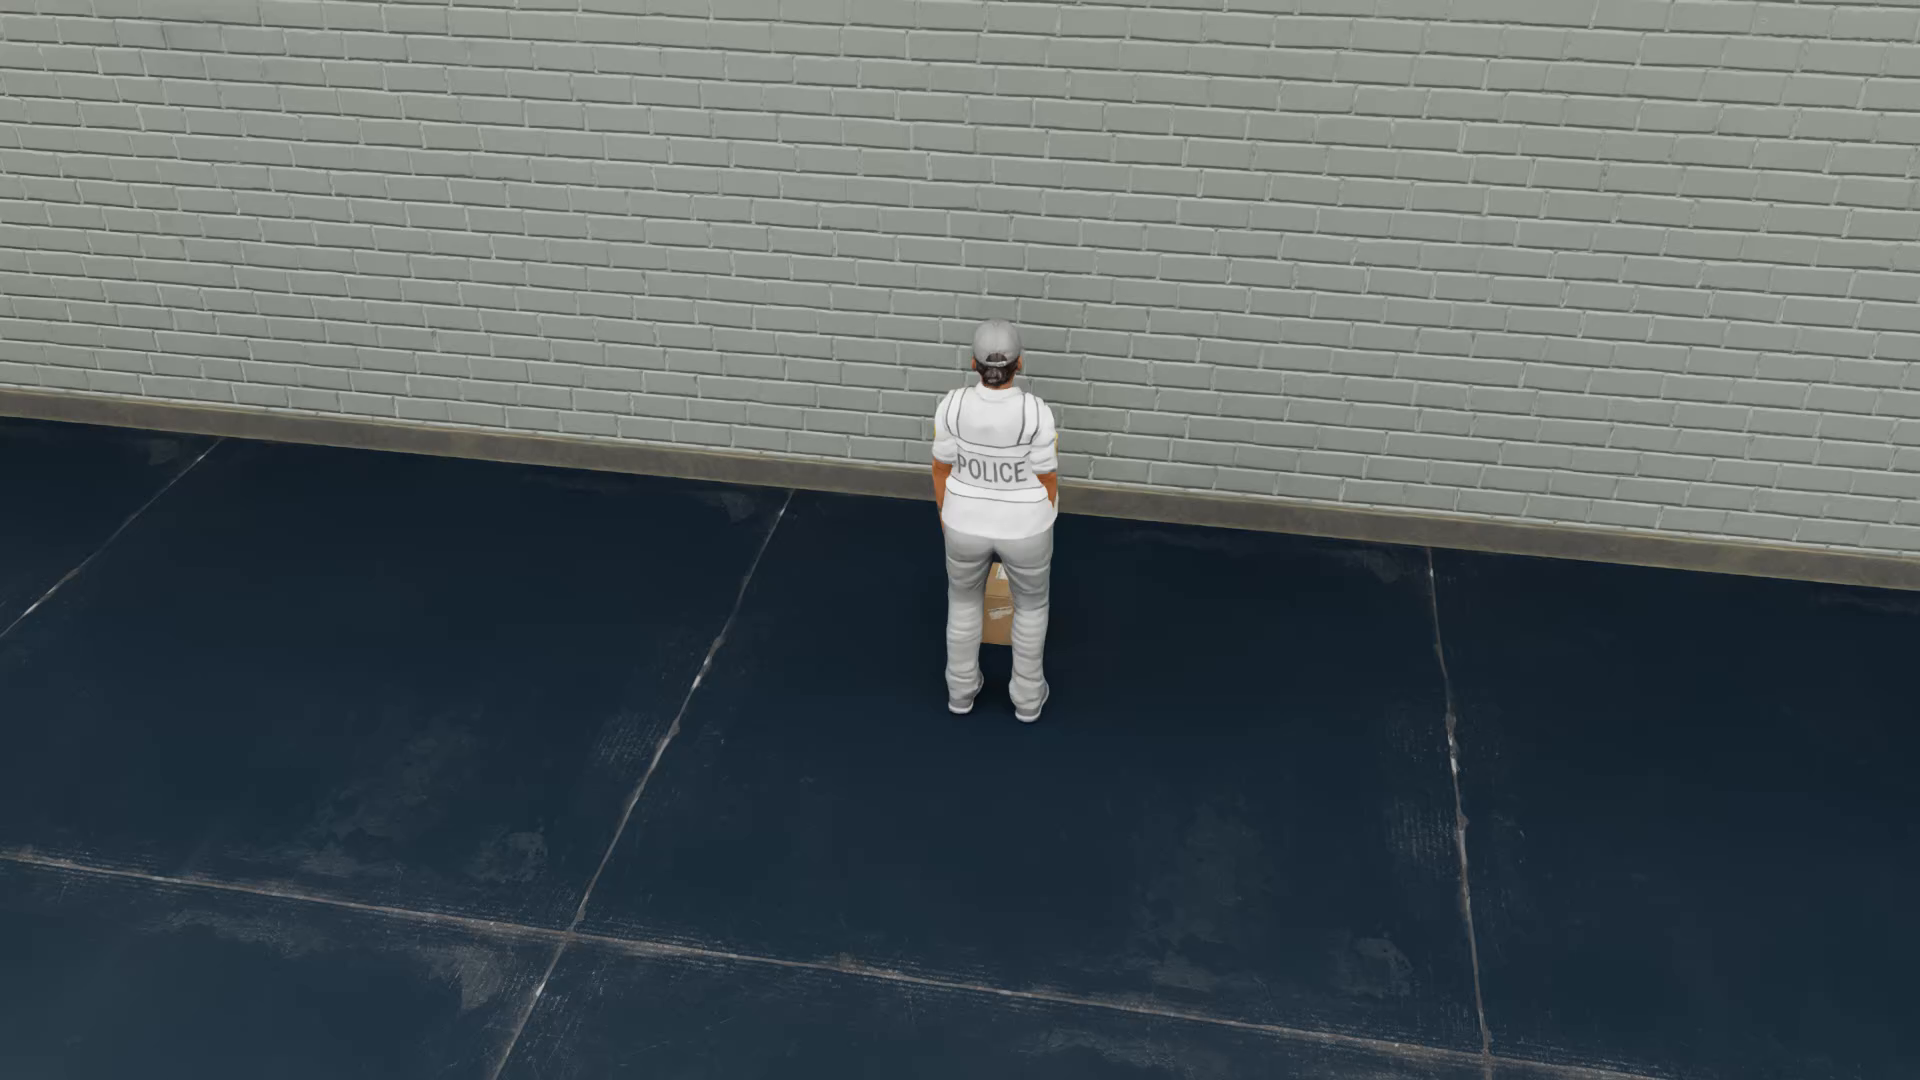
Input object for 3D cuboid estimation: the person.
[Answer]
[{"bbox_3d":[0.132,-0.065,6.245,0.468,1.660,0.391,6,33,9],"label":"person"}]
